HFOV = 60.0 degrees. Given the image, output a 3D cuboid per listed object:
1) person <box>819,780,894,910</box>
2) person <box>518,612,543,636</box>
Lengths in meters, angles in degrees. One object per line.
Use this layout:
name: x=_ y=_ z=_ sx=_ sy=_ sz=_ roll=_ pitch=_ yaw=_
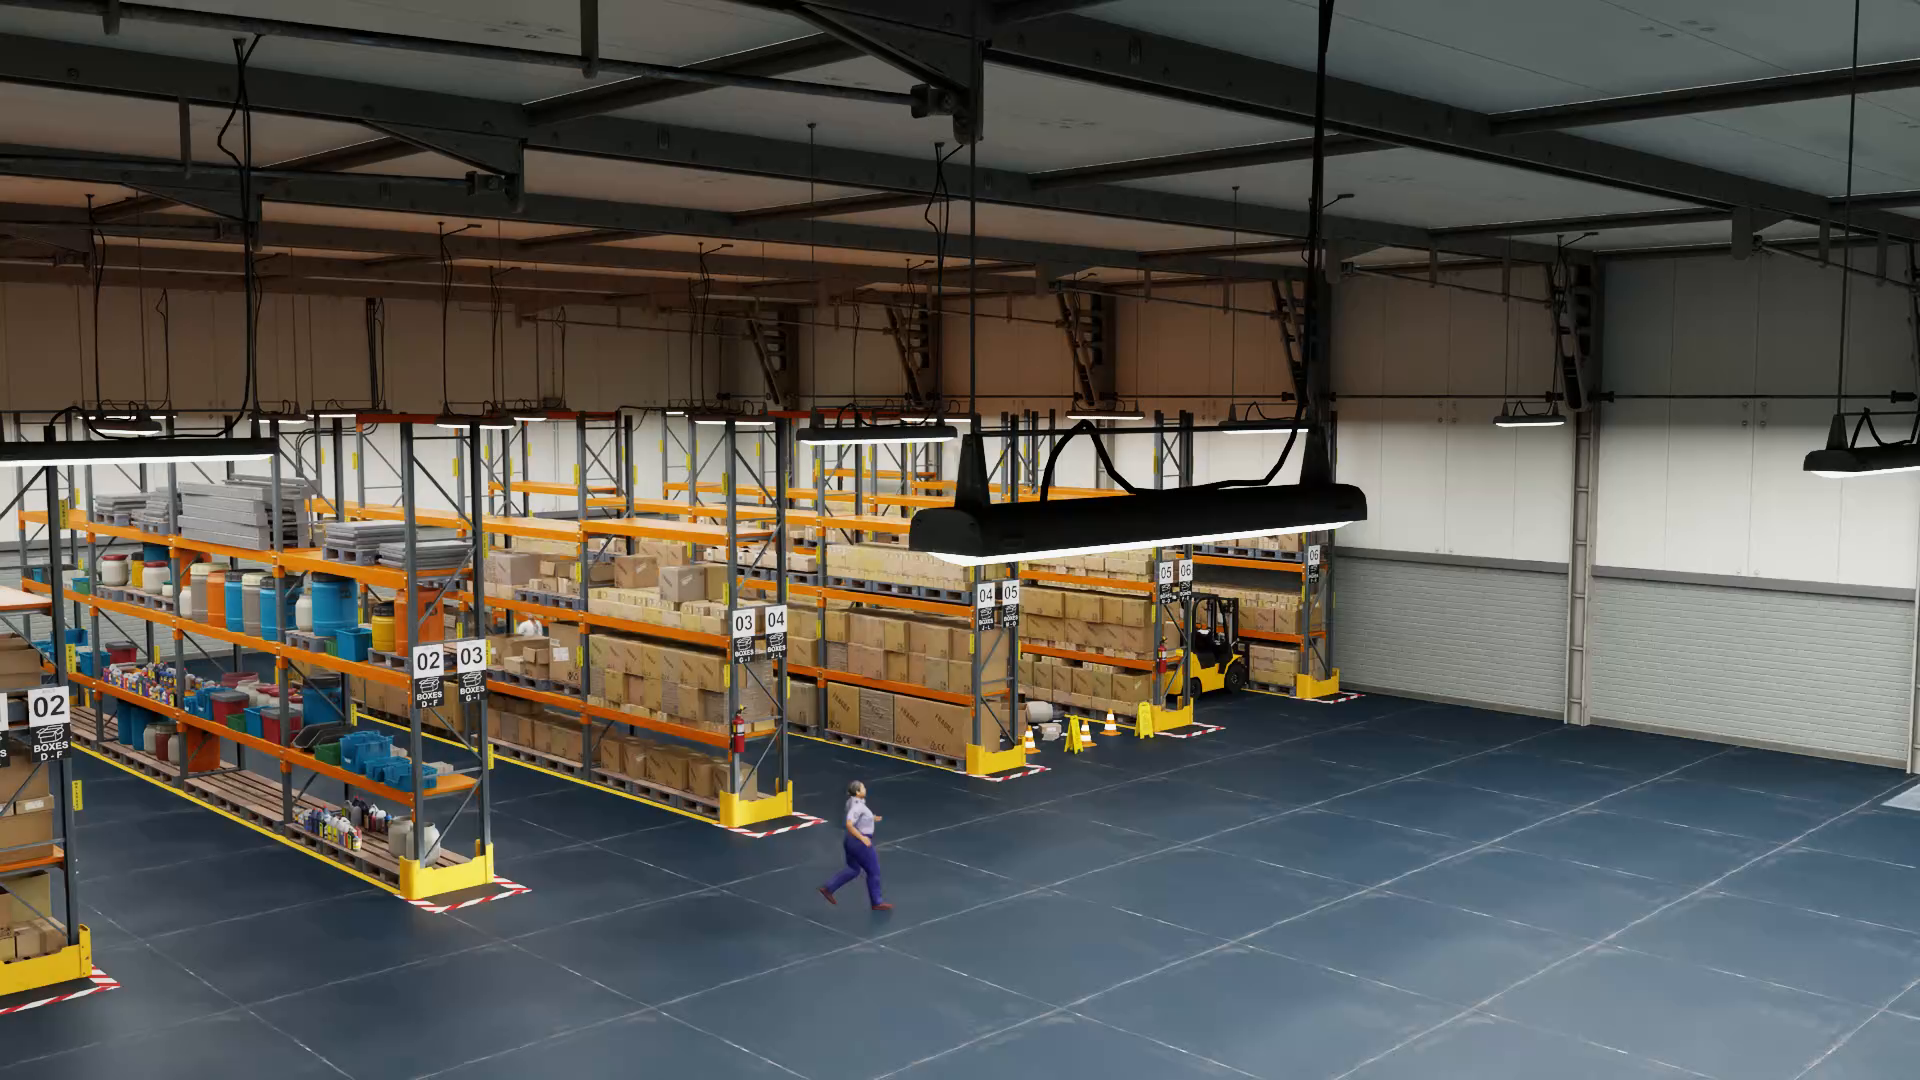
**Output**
person: x=-1.261 y=3.739 z=20.362 sx=0.912 sy=1.624 sz=0.616 roll=-2 pitch=5 yaw=-20
person: x=-9.197 y=2.353 z=35.858 sx=0.661 sy=1.727 sz=0.705 roll=4 pitch=6 yaw=38
